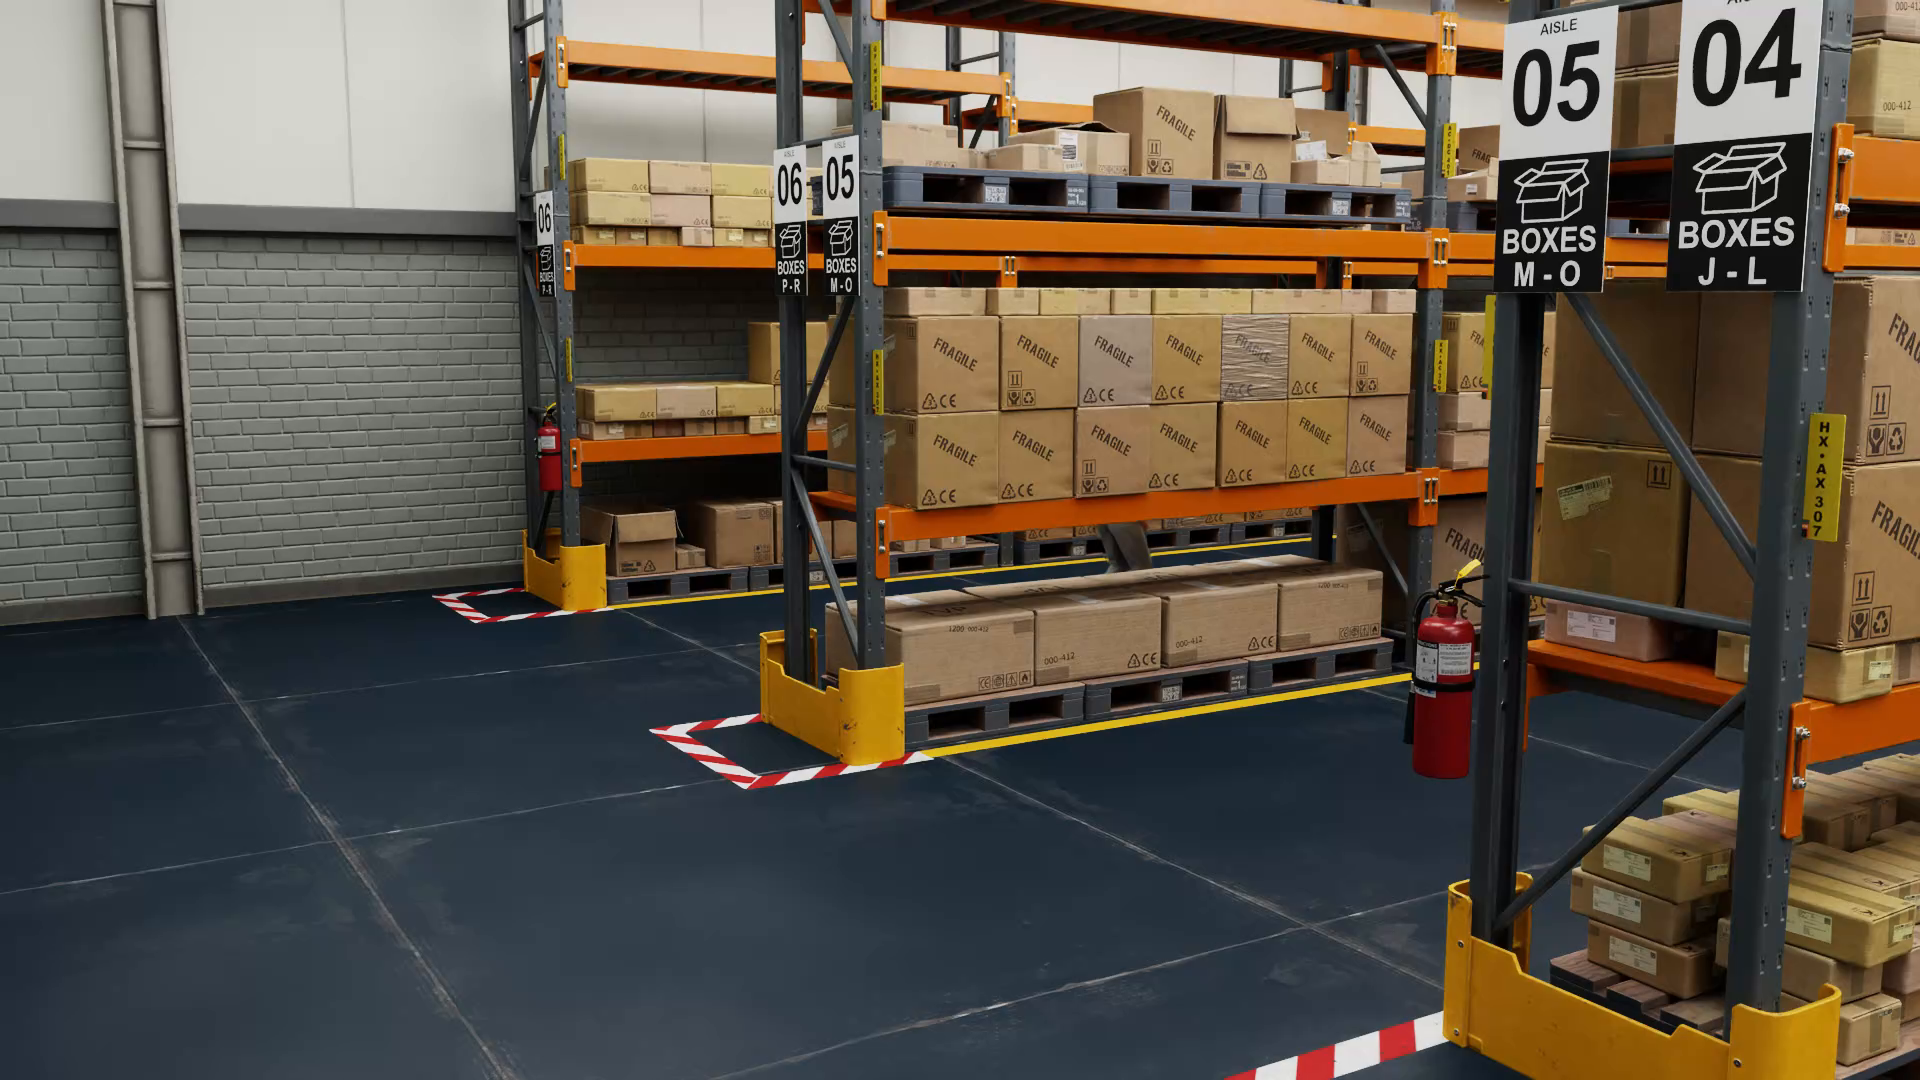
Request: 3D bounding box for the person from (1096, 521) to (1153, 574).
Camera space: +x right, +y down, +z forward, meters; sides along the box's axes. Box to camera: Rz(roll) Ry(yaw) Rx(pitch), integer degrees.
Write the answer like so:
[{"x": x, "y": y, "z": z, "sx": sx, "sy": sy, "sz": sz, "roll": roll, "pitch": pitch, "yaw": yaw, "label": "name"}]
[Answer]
[{"x": 1.168, "y": -0.136, "z": 11.978, "sx": 0.386, "sy": 1.629, "sz": 0.461, "roll": -5, "pitch": 9, "yaw": -29, "label": "person"}]
